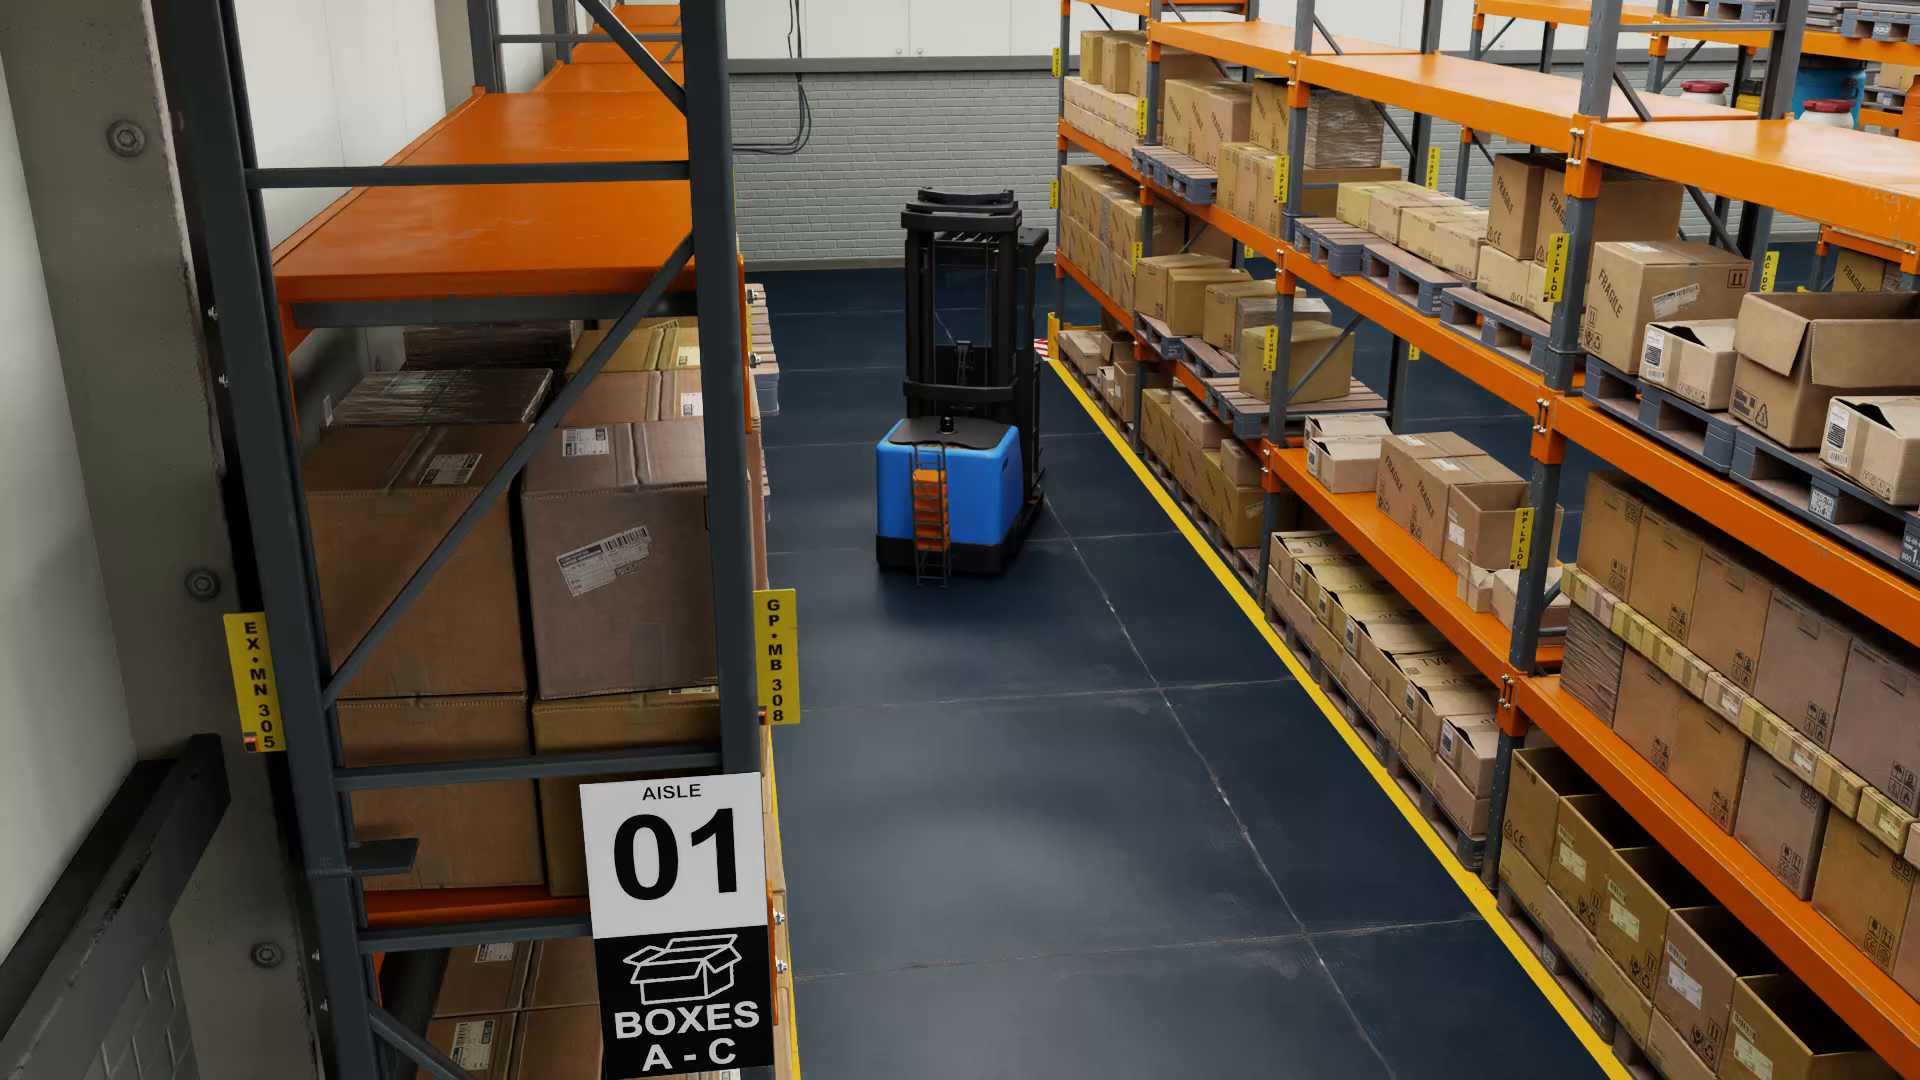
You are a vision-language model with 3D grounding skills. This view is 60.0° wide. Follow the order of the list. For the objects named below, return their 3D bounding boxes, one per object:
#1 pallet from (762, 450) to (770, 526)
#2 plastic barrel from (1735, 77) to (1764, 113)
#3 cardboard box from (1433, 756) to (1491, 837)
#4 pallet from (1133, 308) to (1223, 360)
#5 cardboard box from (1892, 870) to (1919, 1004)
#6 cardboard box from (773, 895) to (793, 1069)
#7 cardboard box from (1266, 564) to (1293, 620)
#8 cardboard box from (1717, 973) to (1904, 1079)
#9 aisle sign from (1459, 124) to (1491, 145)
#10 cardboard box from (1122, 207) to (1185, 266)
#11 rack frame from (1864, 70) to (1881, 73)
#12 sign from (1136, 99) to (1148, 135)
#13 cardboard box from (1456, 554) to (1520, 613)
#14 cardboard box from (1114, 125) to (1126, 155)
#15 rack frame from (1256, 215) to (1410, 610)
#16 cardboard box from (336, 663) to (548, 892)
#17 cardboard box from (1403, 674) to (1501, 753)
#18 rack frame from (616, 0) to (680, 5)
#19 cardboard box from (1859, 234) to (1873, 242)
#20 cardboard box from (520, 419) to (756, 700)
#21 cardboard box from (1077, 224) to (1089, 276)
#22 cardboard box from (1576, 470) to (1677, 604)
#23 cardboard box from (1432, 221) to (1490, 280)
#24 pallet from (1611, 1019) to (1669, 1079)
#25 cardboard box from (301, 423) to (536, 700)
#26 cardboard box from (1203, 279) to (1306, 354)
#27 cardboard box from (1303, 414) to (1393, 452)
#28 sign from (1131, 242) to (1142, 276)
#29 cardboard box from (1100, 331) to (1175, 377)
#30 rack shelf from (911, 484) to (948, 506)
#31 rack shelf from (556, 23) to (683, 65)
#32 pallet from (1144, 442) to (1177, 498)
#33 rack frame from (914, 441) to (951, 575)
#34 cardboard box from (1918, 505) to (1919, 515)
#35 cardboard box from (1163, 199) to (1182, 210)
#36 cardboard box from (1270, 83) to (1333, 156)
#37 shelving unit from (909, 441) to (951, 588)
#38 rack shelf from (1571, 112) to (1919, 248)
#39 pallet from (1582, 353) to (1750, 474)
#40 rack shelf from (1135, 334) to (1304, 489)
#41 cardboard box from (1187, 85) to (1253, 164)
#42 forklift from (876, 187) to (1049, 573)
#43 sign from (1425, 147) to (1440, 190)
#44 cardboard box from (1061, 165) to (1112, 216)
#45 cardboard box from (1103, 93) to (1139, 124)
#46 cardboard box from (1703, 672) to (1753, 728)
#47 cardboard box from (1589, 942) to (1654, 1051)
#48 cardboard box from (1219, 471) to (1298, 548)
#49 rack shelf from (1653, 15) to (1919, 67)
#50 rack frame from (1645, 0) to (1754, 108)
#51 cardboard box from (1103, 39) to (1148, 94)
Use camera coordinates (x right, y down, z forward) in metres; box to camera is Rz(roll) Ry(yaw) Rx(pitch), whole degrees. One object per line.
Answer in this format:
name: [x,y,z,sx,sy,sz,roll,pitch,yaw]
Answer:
pallet: [-1.892,-0.334,11.097,1.213,0.211,1.003,-3,21,-8]
plastic barrel: [7.459,-3.934,15.306,0.600,0.588,0.600,0,20,0]
cardboard box: [3.031,1.431,9.427,0.500,0.250,0.500,-3,21,-8]
pallet: [2.232,-1.929,15.368,1.003,0.211,1.213,-3,21,-8]
cardboard box: [3.819,1.463,5.869,0.700,0.500,0.500,-2,21,-6]
cardboard box: [-0.780,1.462,5.128,0.500,0.500,0.500,-3,21,-8]
cardboard box: [2.586,0.371,12.265,0.500,0.250,0.500,-3,21,-8]
cardboard box: [3.424,2.077,6.625,0.500,0.500,0.500,-3,21,-8]
aisle sign: [6.246,-5.162,20.036,0.394,0.787,0.004,-3,21,-8]
cardboard box: [1.896,-2.978,16.332,0.500,0.500,0.500,-3,21,-7]
rack frame: [11.452,-6.995,20.083,1.000,3.000,0.127,-3,21,-8]
sign: [1.689,-3.919,15.395,0.100,0.325,0.005,-3,21,-8]
cardboard box: [3.069,0.236,9.488,0.396,0.266,0.258,-3,21,-9]
cardboard box: [1.830,-3.965,16.472,0.500,0.250,0.500,-3,21,-8]
rack frame: [2.801,-0.916,12.382,1.000,3.000,0.127,-3,21,-8]
cardboard box: [-1.258,0.512,4.101,0.500,0.500,0.500,-1,21,-4]
cardboard box: [2.955,0.992,9.802,0.500,0.311,0.500,-2,21,-6]
rack frame: [-3.253,-6.245,18.076,1.000,3.000,0.127,-3,21,-8]
cardboard box: [11.252,-3.750,20.328,0.380,0.149,0.250,-3,21,-9]
cardboard box: [-0.762,0.029,3.963,0.500,0.500,0.500,-4,21,-12]
cardboard box: [1.600,-3.214,18.391,0.500,0.500,0.500,-3,21,-8]
cardboard box: [3.448,-0.033,8.019,0.700,0.500,0.500,-3,21,-7]
cardboard box: [3.163,-1.728,9.883,0.500,0.250,0.500,-5,21,-12]
pallet: [3.630,2.476,7.286,1.003,0.211,1.213,-3,21,-8]
cardboard box: [-1.268,0.039,3.938,0.500,0.500,0.500,-2,21,-5]
cardboard box: [2.540,-1.936,14.370,0.700,0.500,0.500,-8,22,-21]
cardboard box: [2.811,-0.746,12.055,0.500,0.311,0.500,-2,21,-4]
sign: [1.689,-2.677,15.859,0.100,0.325,0.005,-3,21,-8]
cardboard box: [1.949,-1.988,18.191,0.797,0.503,0.637,-3,21,-8]
rack shelf: [-0.237,-0.358,12.890,0.258,0.103,0.180,4,32,11]
rack shelf: [-2.388,-3.644,12.710,1.077,0.370,4.000,-3,21,-8]
pallet: [2.379,-0.715,15.829,1.003,0.211,1.213,-3,21,-8]
rack frame: [-0.211,-0.239,13.068,0.240,1.200,0.006,4,32,11]
cardboard box: [3.528,-0.129,5.402,0.500,0.250,0.500,-3,21,-8]
cardboard box: [2.360,-3.172,16.851,0.500,0.500,0.500,-4,21,-9]
cardboard box: [2.671,-3.165,12.543,0.500,0.500,0.500,-3,21,-8]
shelving unit: [-0.229,-0.191,12.992,0.258,1.200,0.189,4,32,11]
rack shelf: [3.666,-1.125,5.967,1.077,0.370,4.000,-3,21,-8]
pallet: [3.526,-0.601,7.378,1.003,0.211,1.213,-3,21,-8]
rack shelf: [2.513,-1.272,14.362,1.077,0.370,4.000,-3,21,-8]
cardboard box: [2.343,-3.588,14.364,0.600,0.600,0.600,-3,21,-8]
forklift: [0.137,-1.588,14.280,1.130,2.935,3.031,4,21,12]
sign: [3.352,-2.626,11.821,0.100,0.325,0.005,-3,21,-8]
cardboard box: [1.451,-4.034,19.159,0.500,0.500,0.500,-2,21,-6]
cardboard box: [1.747,-4.372,16.846,0.500,0.250,0.500,-3,21,-8]
cardboard box: [3.415,0.667,7.074,0.380,0.149,0.250,-4,21,-9]
cardboard box: [3.279,2.083,7.683,0.500,0.250,0.500,-3,21,-8]
cardboard box: [2.434,-0.263,13.578,0.500,0.500,0.500,-2,21,-6]
rack shelf: [7.415,-4.143,14.048,1.077,0.370,4.000,-3,21,-8]
rack frame: [7.127,-5.360,15.706,1.000,3.000,0.127,-3,21,-8]
cardboard box: [1.884,-4.907,17.207,0.700,0.500,0.500,-3,21,-8]
